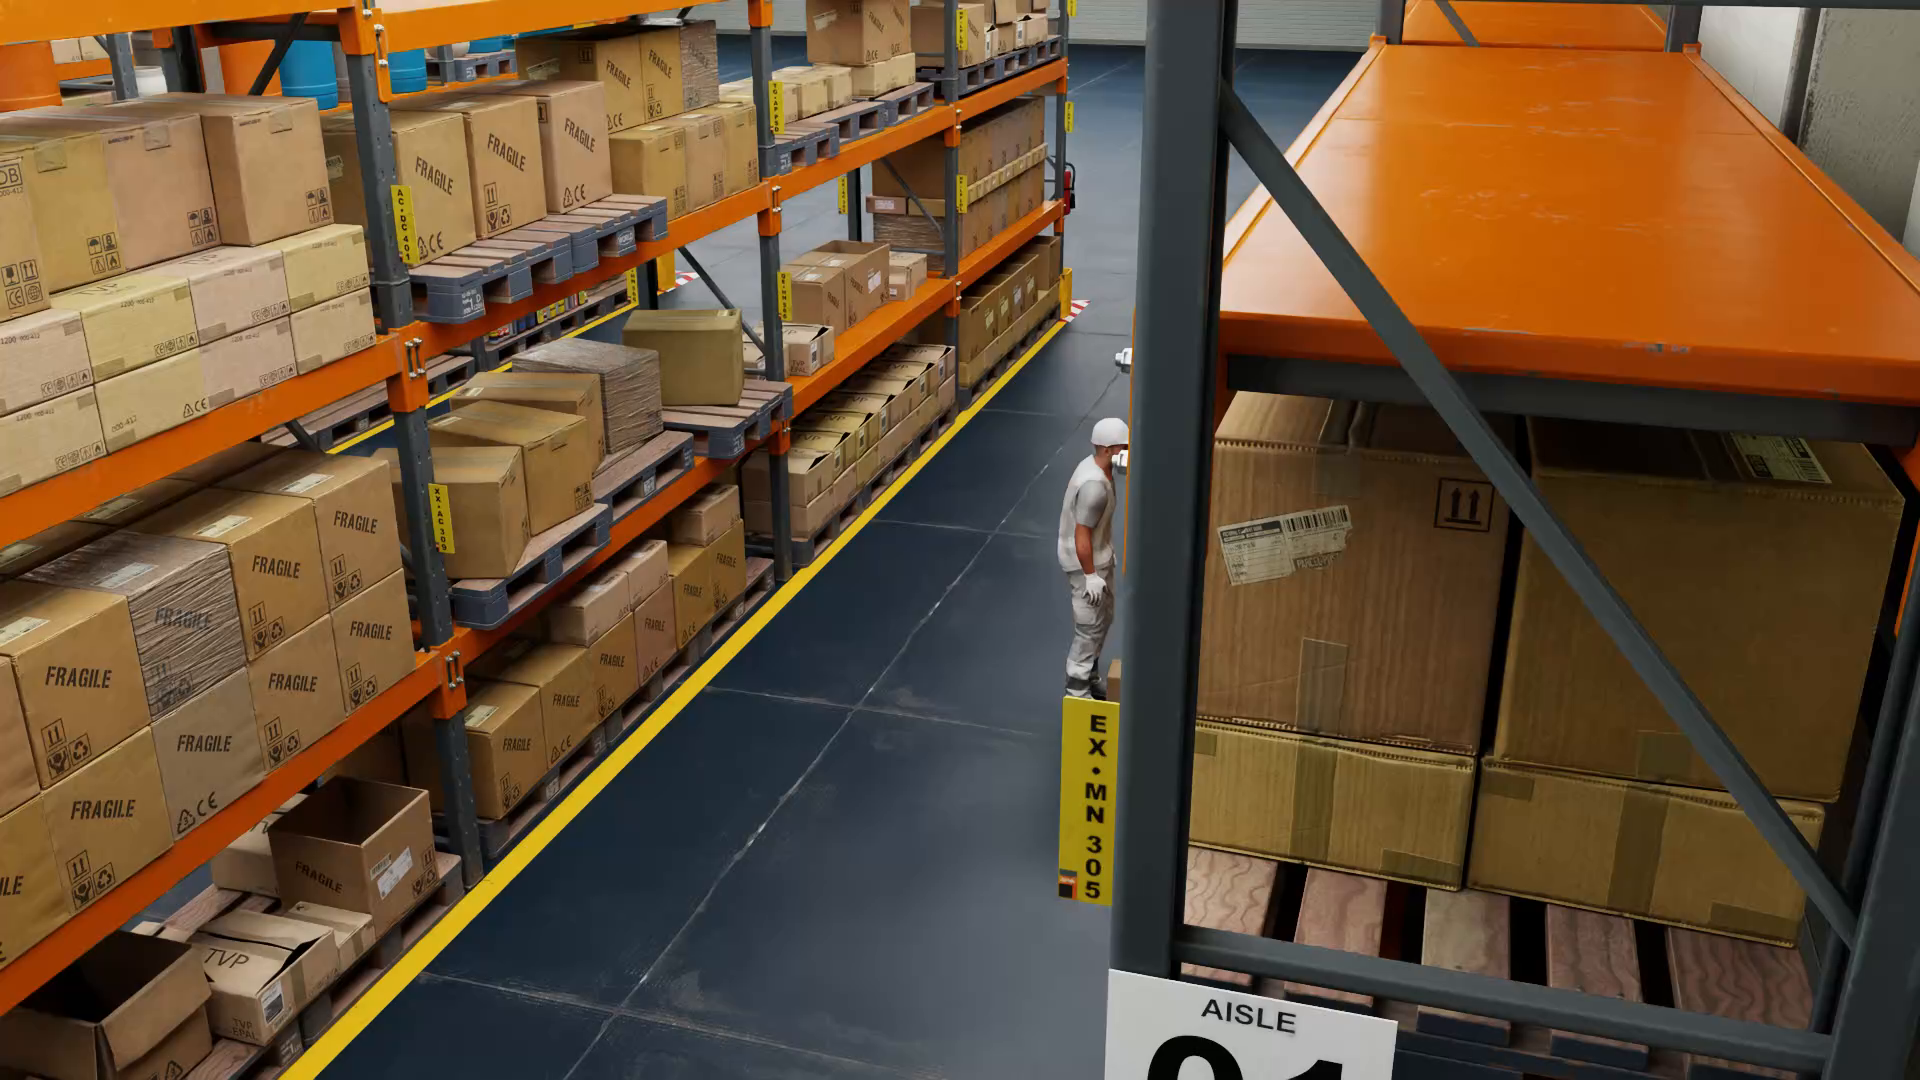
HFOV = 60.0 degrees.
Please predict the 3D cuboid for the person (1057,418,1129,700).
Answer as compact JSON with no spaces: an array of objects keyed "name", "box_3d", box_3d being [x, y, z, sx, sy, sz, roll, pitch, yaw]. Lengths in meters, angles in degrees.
[{"name":"person","box_3d":[0.797,0.145,9.702,0.447,1.780,0.619,5,22,13]}]
